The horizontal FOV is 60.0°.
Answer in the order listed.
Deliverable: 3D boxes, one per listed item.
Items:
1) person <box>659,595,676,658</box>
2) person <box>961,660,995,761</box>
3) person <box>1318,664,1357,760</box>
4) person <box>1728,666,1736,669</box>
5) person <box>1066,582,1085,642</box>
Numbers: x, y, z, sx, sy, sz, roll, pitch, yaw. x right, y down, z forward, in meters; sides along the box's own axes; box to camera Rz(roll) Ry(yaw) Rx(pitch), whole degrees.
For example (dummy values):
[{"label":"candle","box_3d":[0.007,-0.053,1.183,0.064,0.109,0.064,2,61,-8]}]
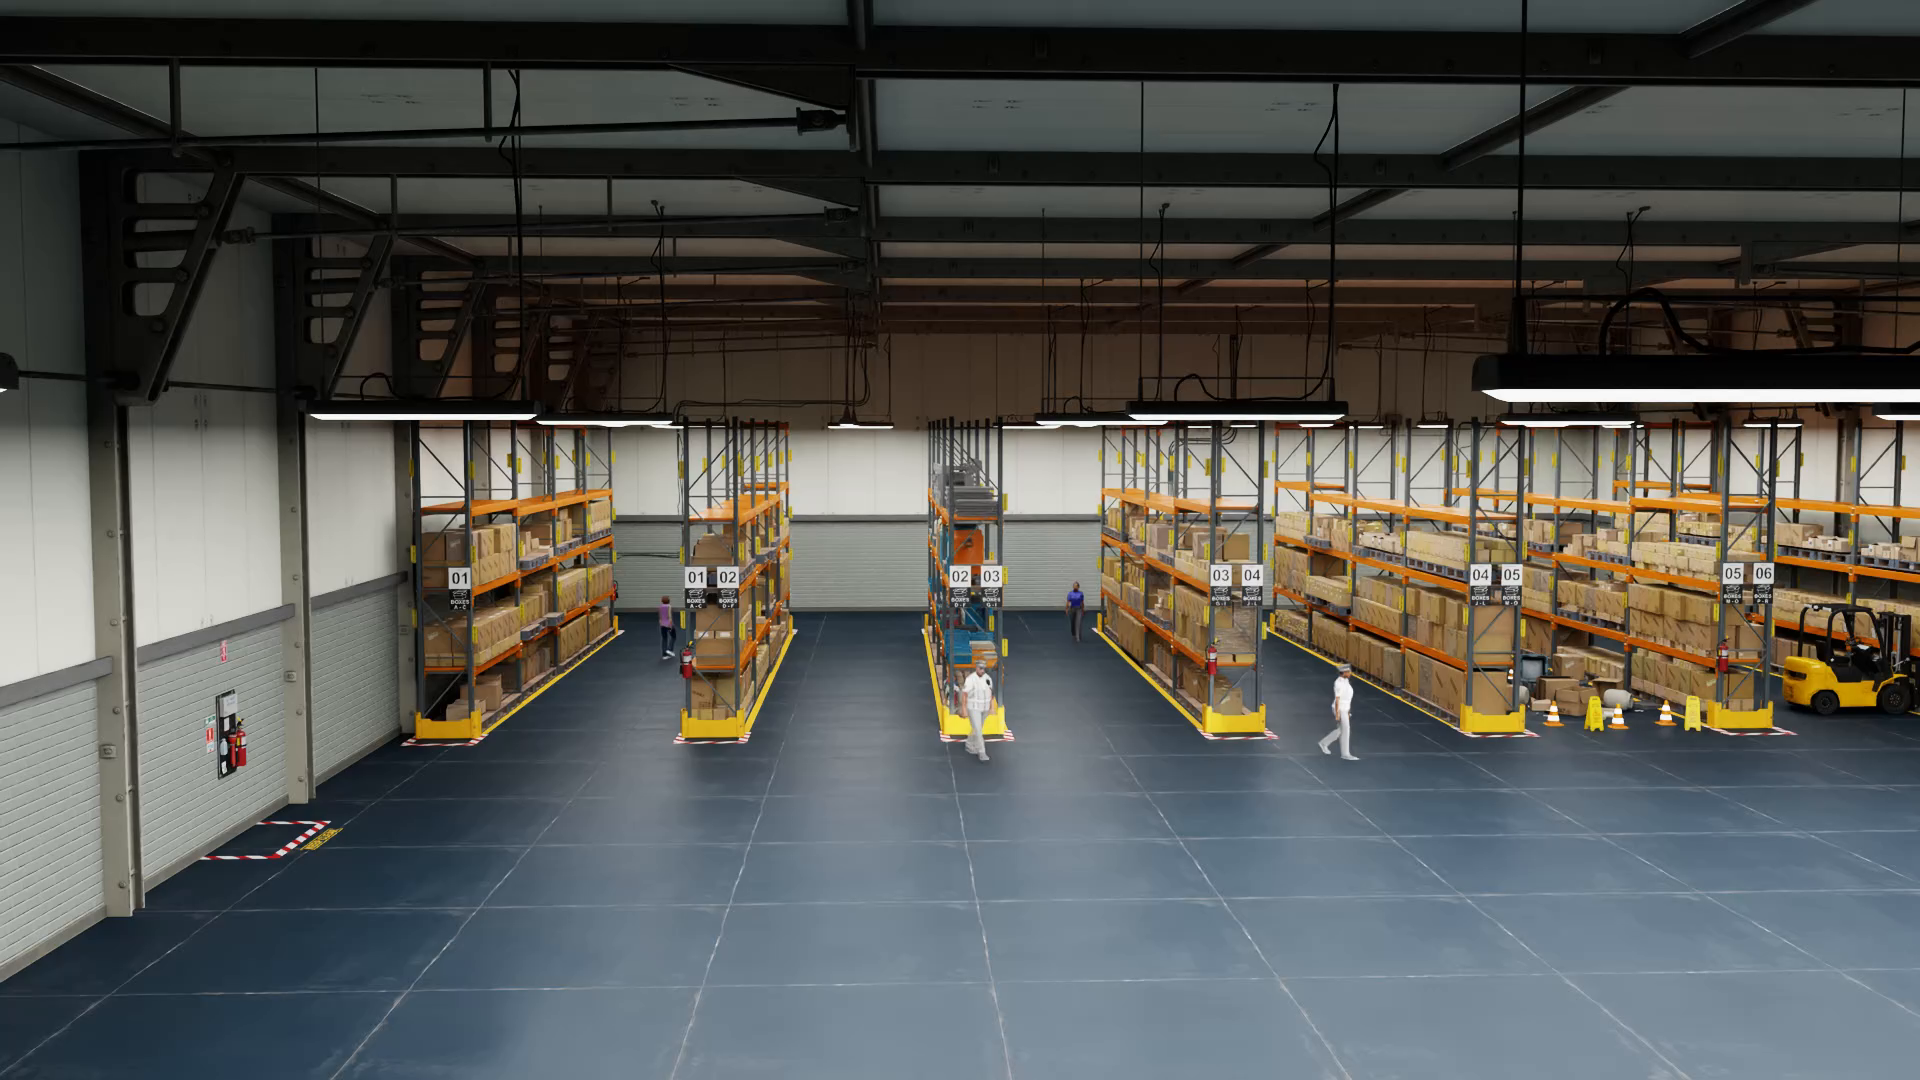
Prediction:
[{"label":"person","box_3d":[-7.384,2.188,41.852,0.445,1.583,0.469,1,4,9]},{"label":"person","box_3d":[0.353,2.944,29.107,0.567,1.701,0.984,-3,5,-40]},{"label":"person","box_3d":[6.636,2.989,29.158,0.717,1.656,0.500,1,4,22]},{"label":"person","box_3d":[16.584,2.588,35.955,0.496,1.695,0.606,0,4,-5]},{"label":"person","box_3d":[3.136,1.945,45.305,0.521,1.595,0.998,0,4,3]}]
